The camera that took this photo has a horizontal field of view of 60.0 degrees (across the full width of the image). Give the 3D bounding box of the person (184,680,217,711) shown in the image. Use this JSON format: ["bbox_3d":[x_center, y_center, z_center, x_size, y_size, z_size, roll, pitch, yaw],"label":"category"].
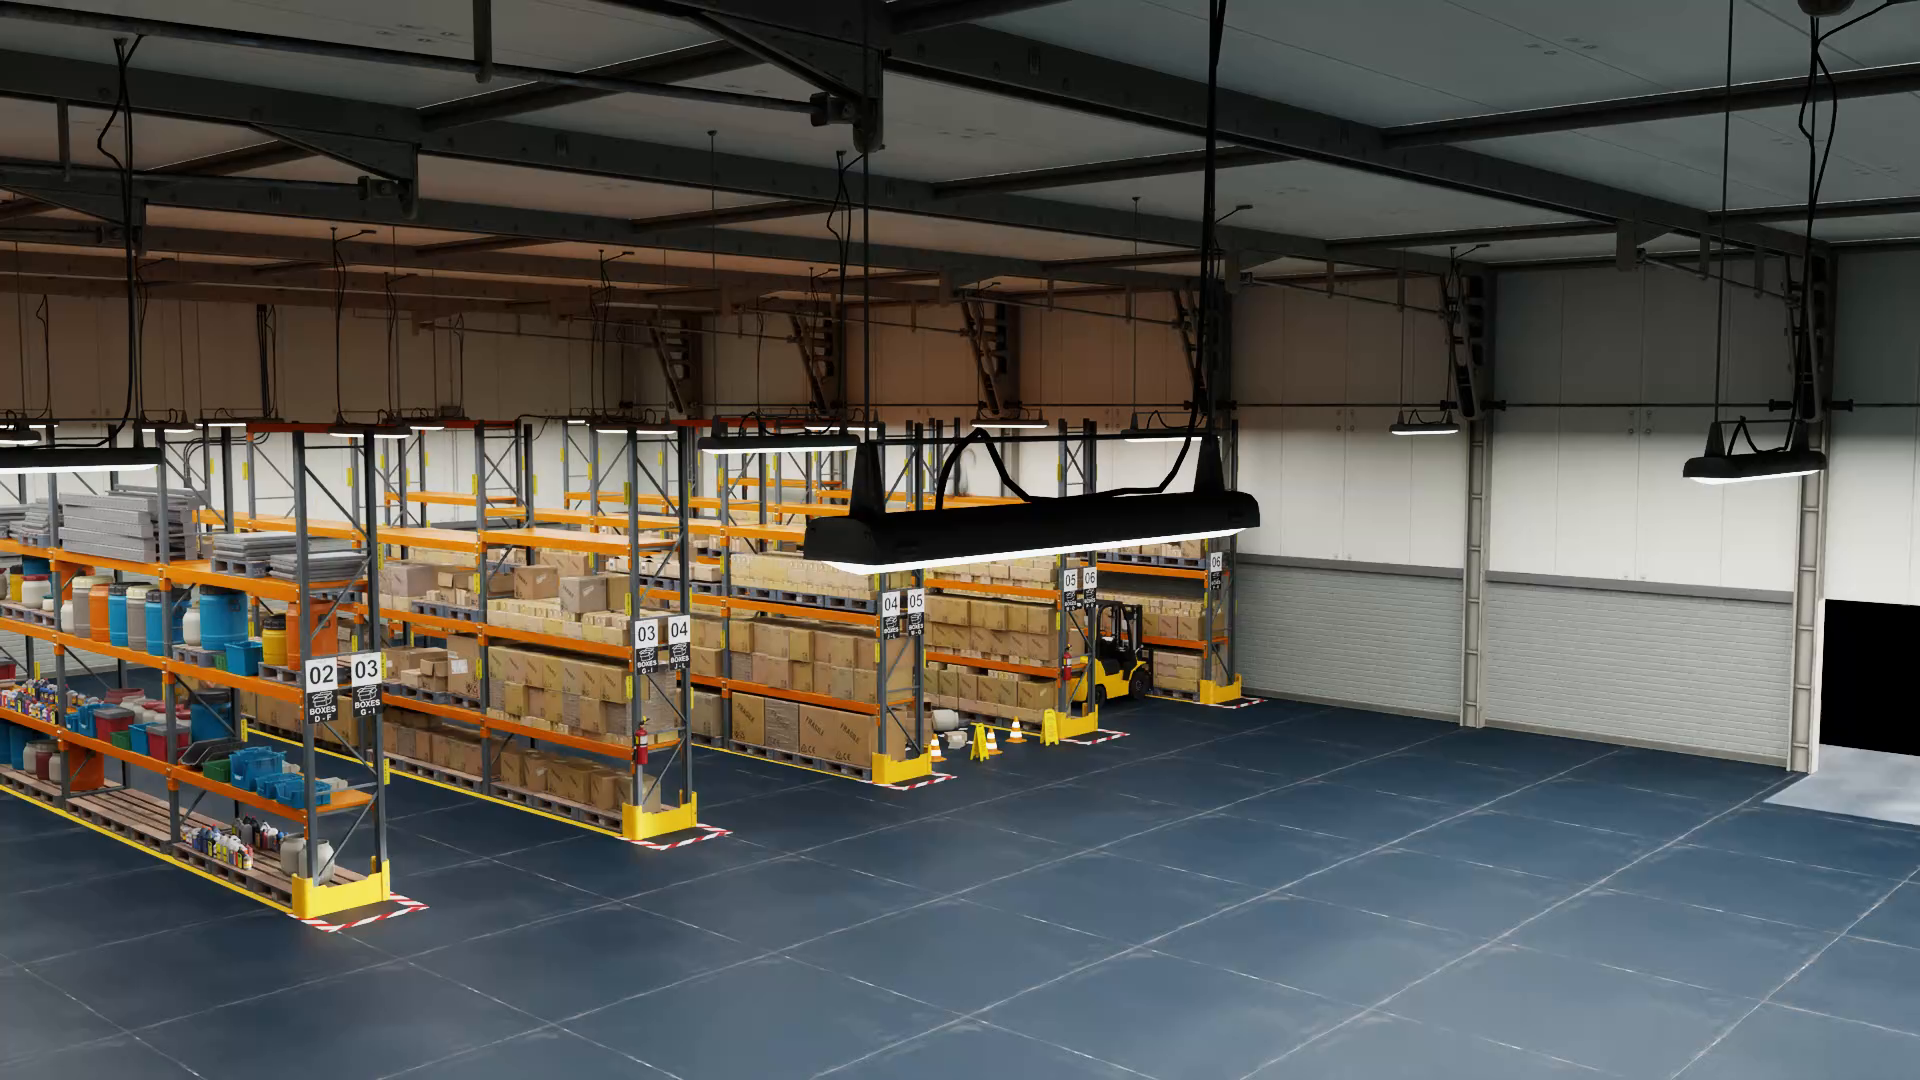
[{"bbox_3d":[-12.782,3.155,28.280,0.945,1.765,0.736,4,6,38],"label":"person"}]
